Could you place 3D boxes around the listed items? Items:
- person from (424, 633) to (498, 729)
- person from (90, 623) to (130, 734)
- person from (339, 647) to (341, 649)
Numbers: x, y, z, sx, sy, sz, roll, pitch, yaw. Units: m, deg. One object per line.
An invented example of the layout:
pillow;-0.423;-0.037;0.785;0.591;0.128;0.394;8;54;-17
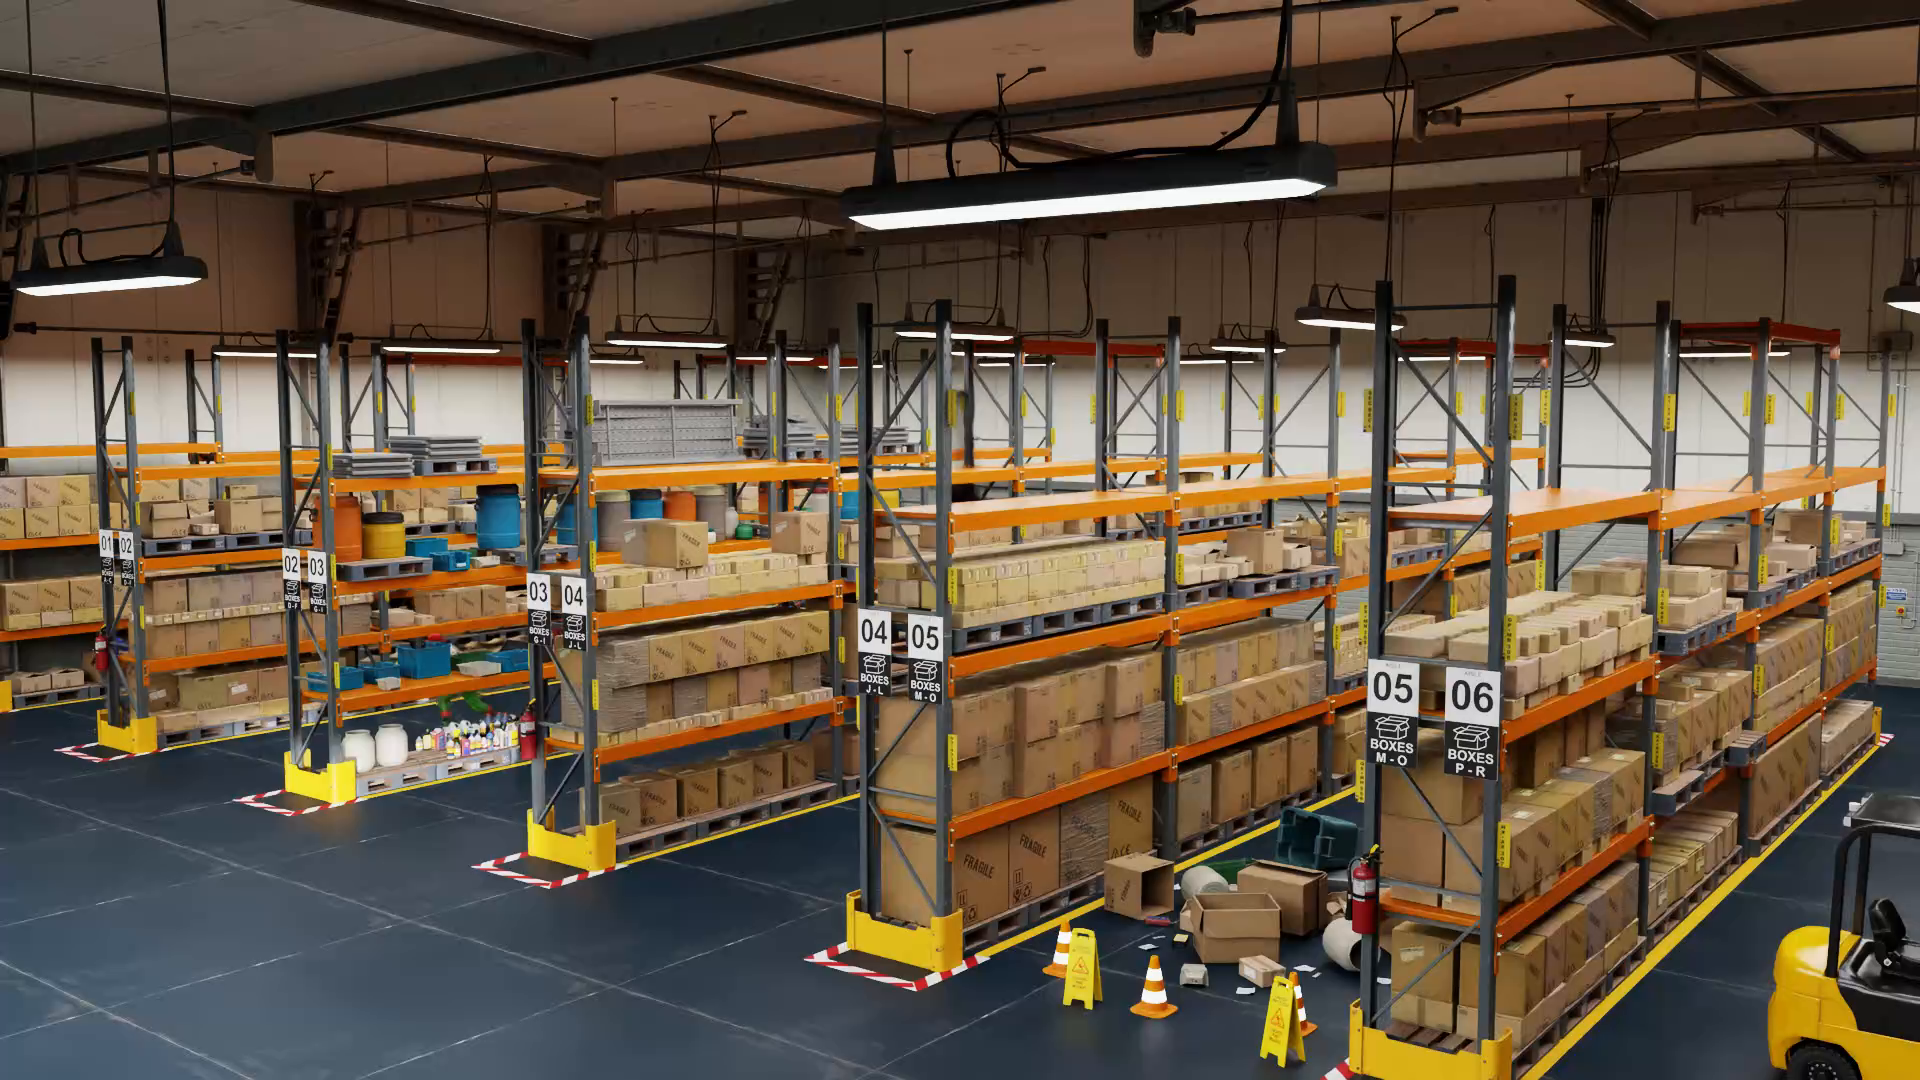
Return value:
person;-7.490;2.165;25.140;1.155;1.582;0.683;-2;5;-23
person;-13.108;2.105;25.717;0.592;1.699;0.811;2;5;18
person;-11.098;1.679;29.580;0.644;1.783;0.947;2;5;23
